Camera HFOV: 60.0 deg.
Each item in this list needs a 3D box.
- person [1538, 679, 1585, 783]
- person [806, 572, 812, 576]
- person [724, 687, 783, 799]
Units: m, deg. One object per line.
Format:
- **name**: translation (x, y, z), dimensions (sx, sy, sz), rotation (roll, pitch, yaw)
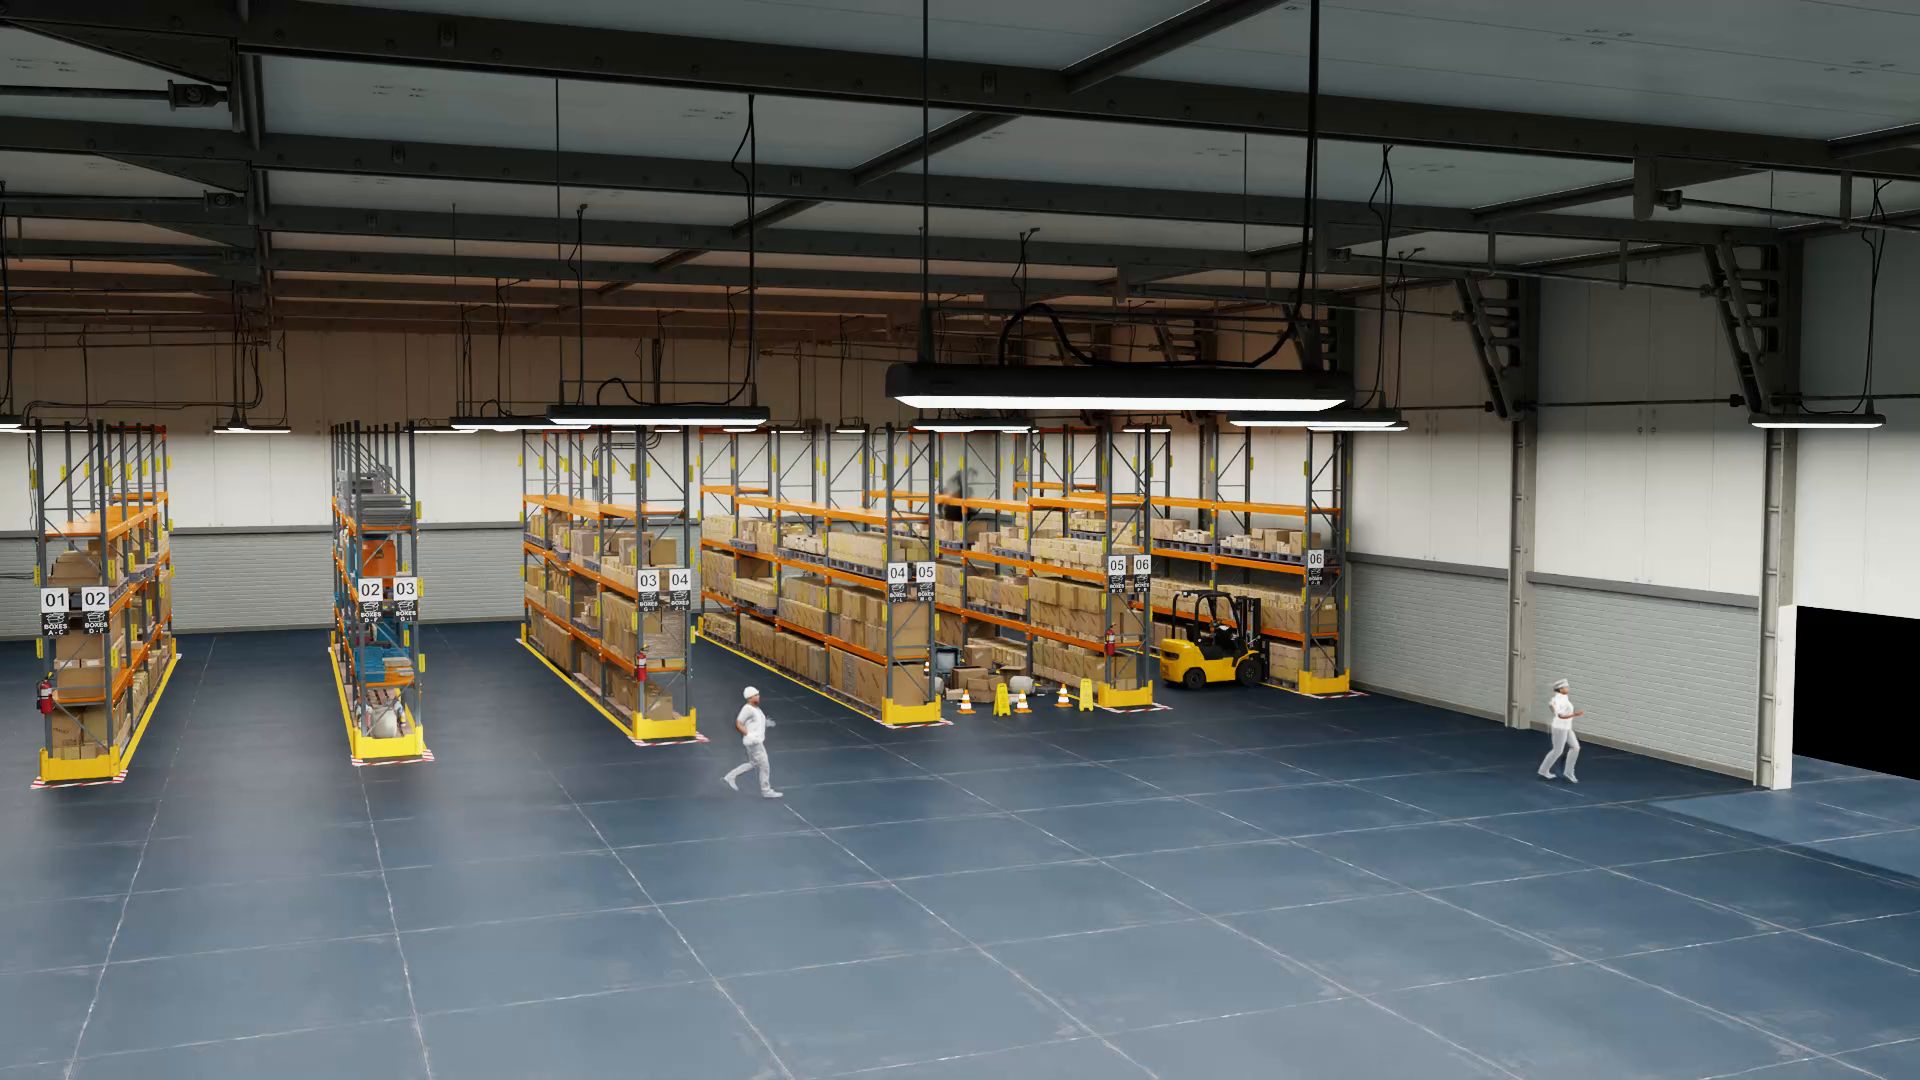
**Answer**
- **person**: translation (9.959, 3.159, 27.509), dimensions (0.714, 1.757, 0.556), rotation (2, 4, 32)
- **person**: translation (-4.631, 1.759, 50.668), dimensions (0.669, 1.600, 0.504), rotation (-2, 4, -25)
- **person**: translation (-3.272, 3.192, 26.236), dimensions (0.946, 1.763, 0.696), rotation (0, 4, 0)
